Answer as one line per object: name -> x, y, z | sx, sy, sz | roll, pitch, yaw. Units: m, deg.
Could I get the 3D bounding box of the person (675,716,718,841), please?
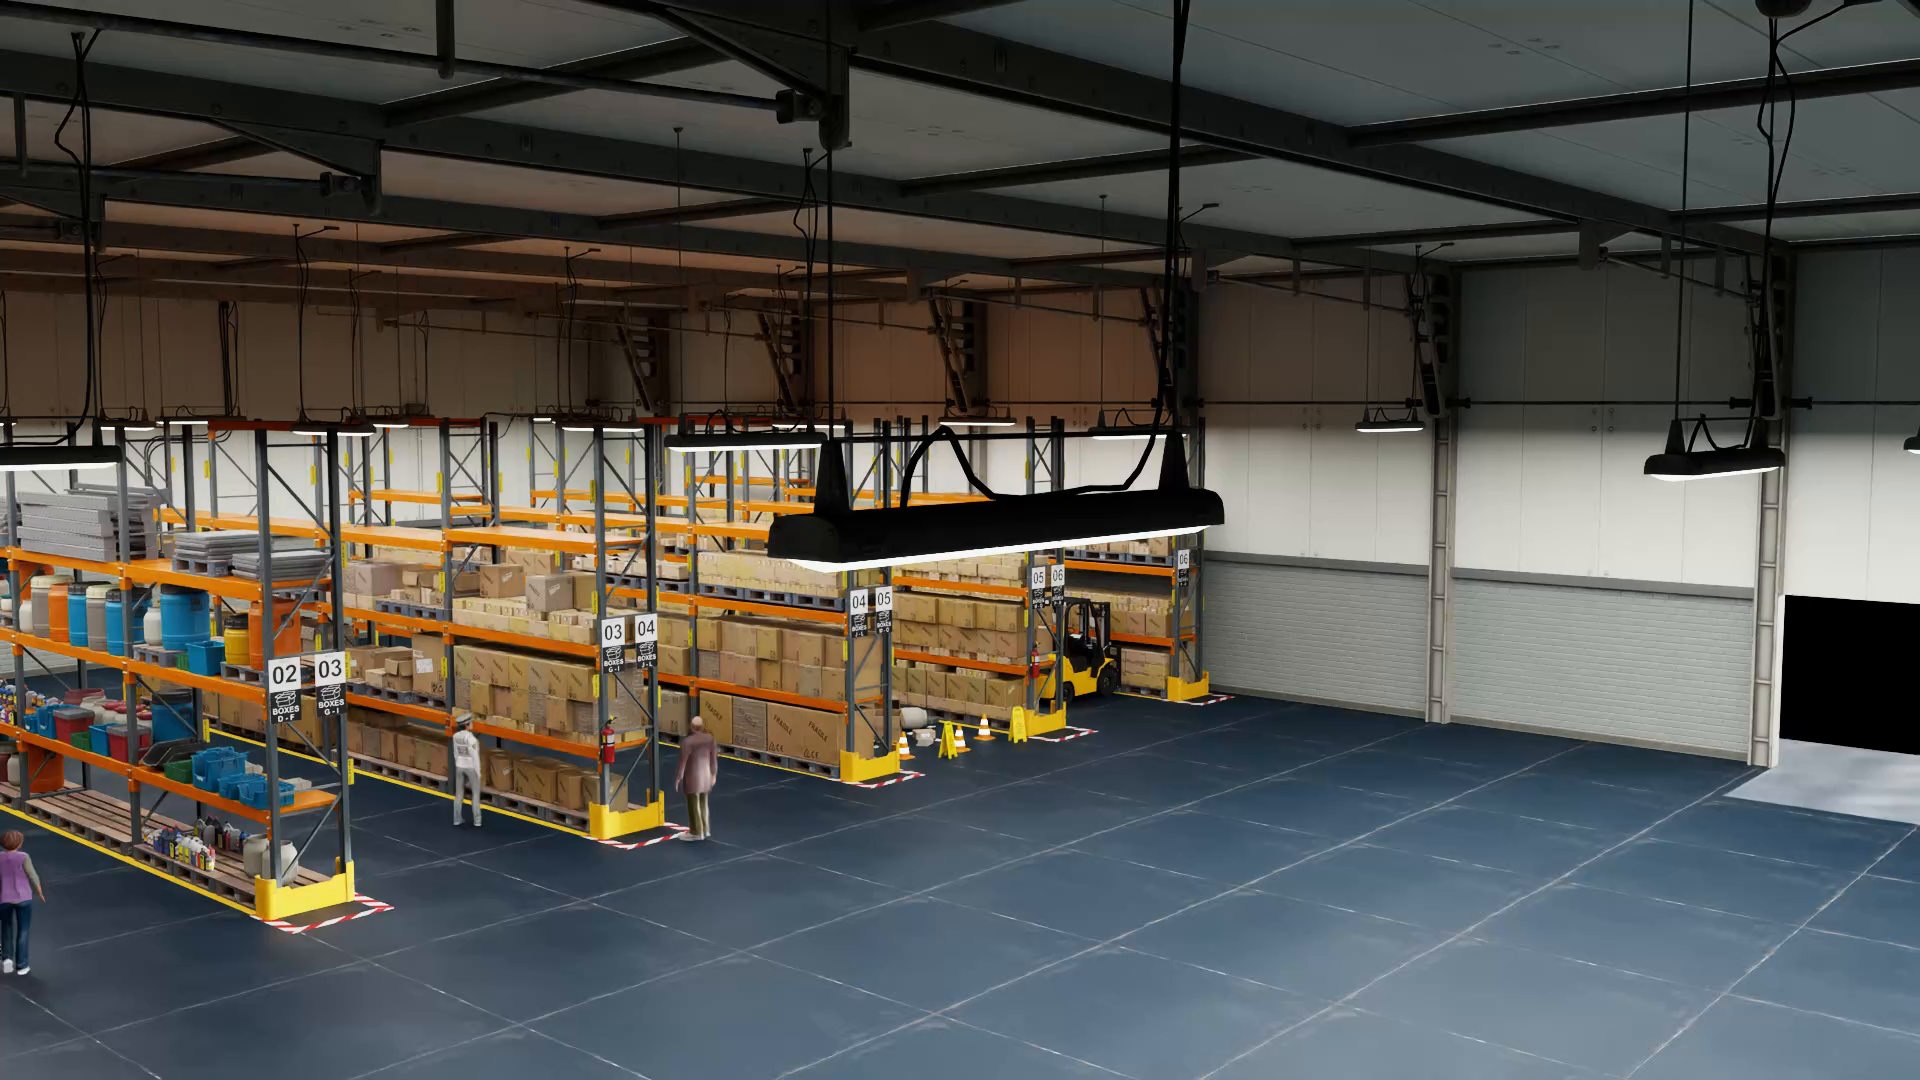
person -> -3.801, 3.456, 24.043 | 0.695, 1.823, 0.409 | -4, 6, -41

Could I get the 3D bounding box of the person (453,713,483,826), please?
person -> -7.362, 3.425, 24.846 | 0.519, 1.695, 0.379 | 2, 5, 18

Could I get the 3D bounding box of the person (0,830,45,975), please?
person -> -10.439, 4.011, 18.369 | 0.547, 1.608, 0.427 | -1, 5, -16
